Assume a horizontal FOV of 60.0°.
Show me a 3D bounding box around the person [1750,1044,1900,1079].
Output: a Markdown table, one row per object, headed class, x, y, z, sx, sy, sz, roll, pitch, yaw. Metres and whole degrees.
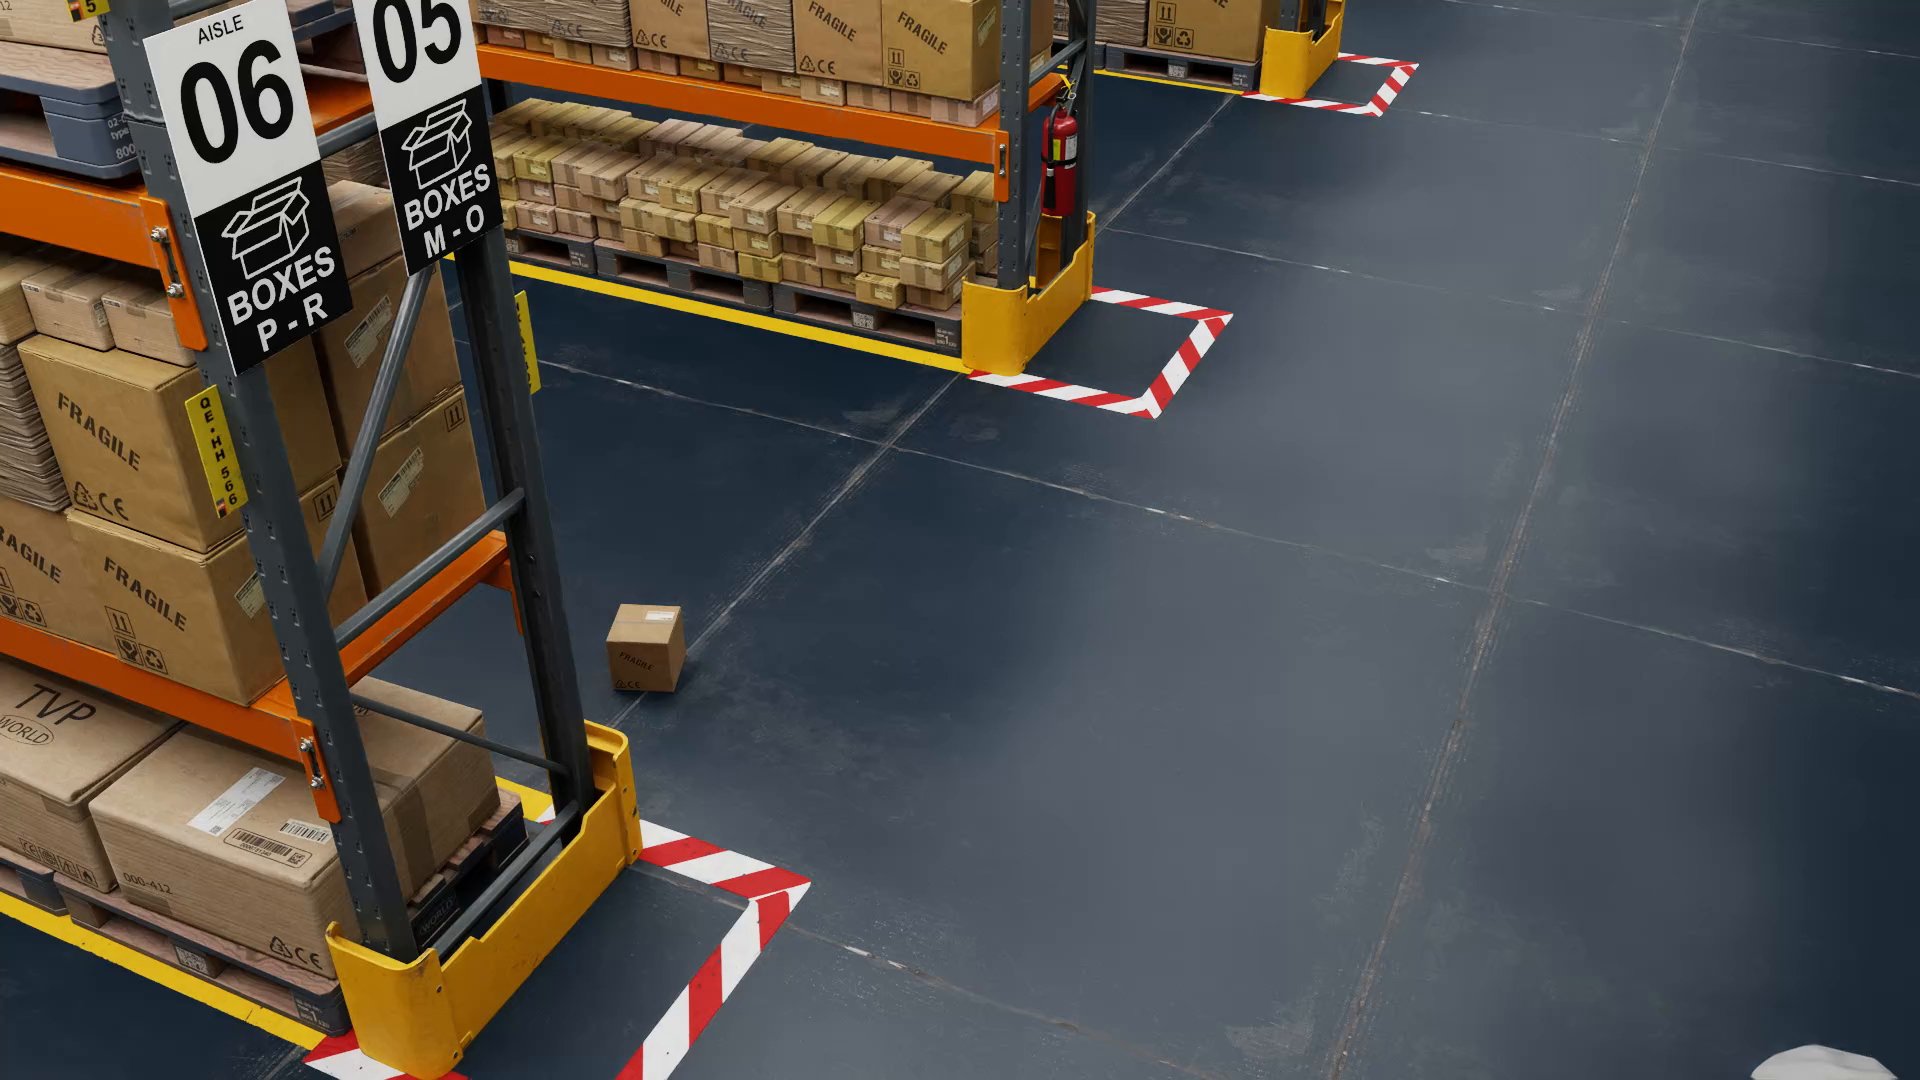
| class | x | y | z | sx | sy | sz | roll | pitch | yaw |
| --- | --- | --- | --- | --- | --- | --- | --- | --- | --- |
| person | 1.735 | 1.709 | 3.567 | 0.454 | 1.637 | 0.973 | -23 | 40 | -30 |
